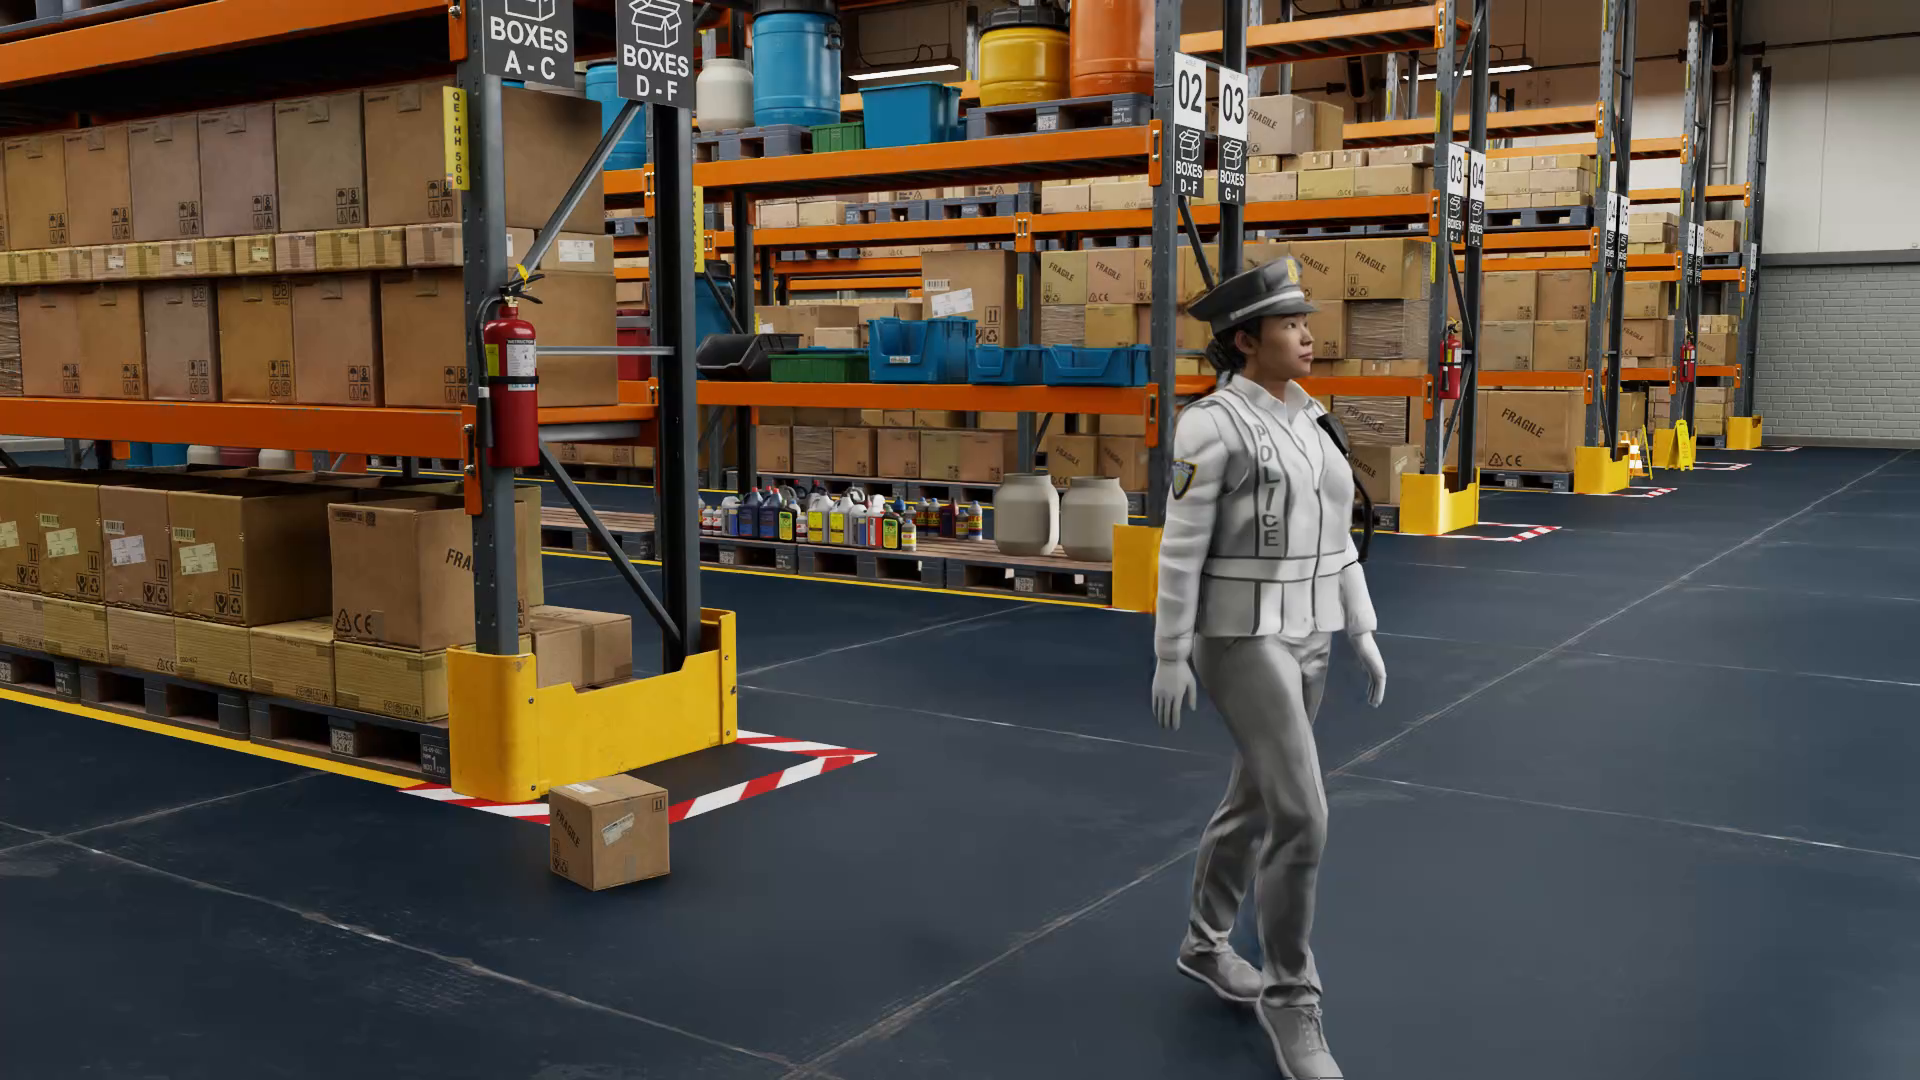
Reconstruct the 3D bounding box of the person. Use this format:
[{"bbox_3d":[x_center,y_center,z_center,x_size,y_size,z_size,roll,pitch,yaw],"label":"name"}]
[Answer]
[{"bbox_3d":[0.696,0.265,3.632,0.523,1.754,0.588,-6,9,-43],"label":"person"}]
